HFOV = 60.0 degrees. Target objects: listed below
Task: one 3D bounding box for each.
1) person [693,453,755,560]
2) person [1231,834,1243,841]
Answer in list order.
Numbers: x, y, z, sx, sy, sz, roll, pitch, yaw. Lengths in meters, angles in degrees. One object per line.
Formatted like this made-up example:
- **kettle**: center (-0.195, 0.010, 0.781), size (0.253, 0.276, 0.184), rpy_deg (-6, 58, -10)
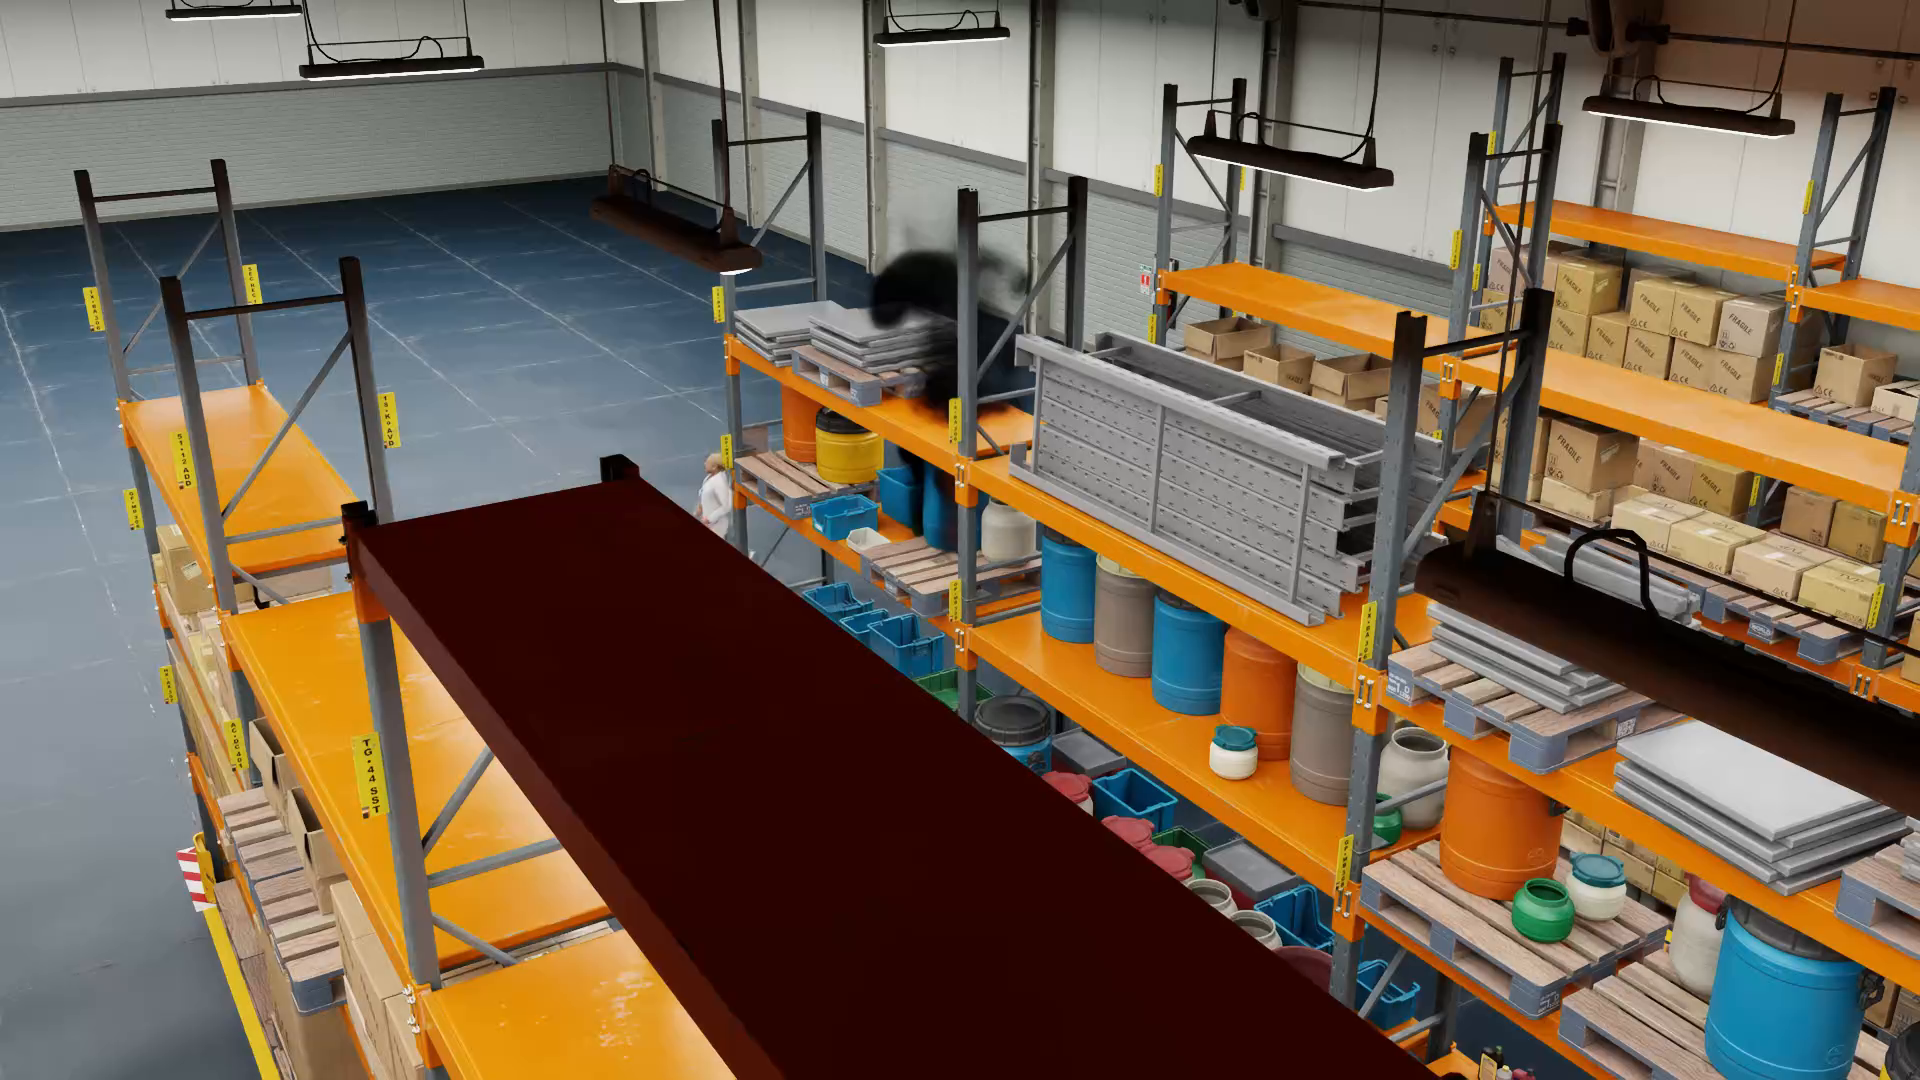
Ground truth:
- **person**: center (-2.829, -0.186, 19.563), size (0.785, 1.743, 0.722), rpy_deg (-3, 22, -6)
- **person**: center (2.421, 1.979, 13.413), size (0.671, 1.711, 0.839), rpy_deg (-20, 29, -41)
